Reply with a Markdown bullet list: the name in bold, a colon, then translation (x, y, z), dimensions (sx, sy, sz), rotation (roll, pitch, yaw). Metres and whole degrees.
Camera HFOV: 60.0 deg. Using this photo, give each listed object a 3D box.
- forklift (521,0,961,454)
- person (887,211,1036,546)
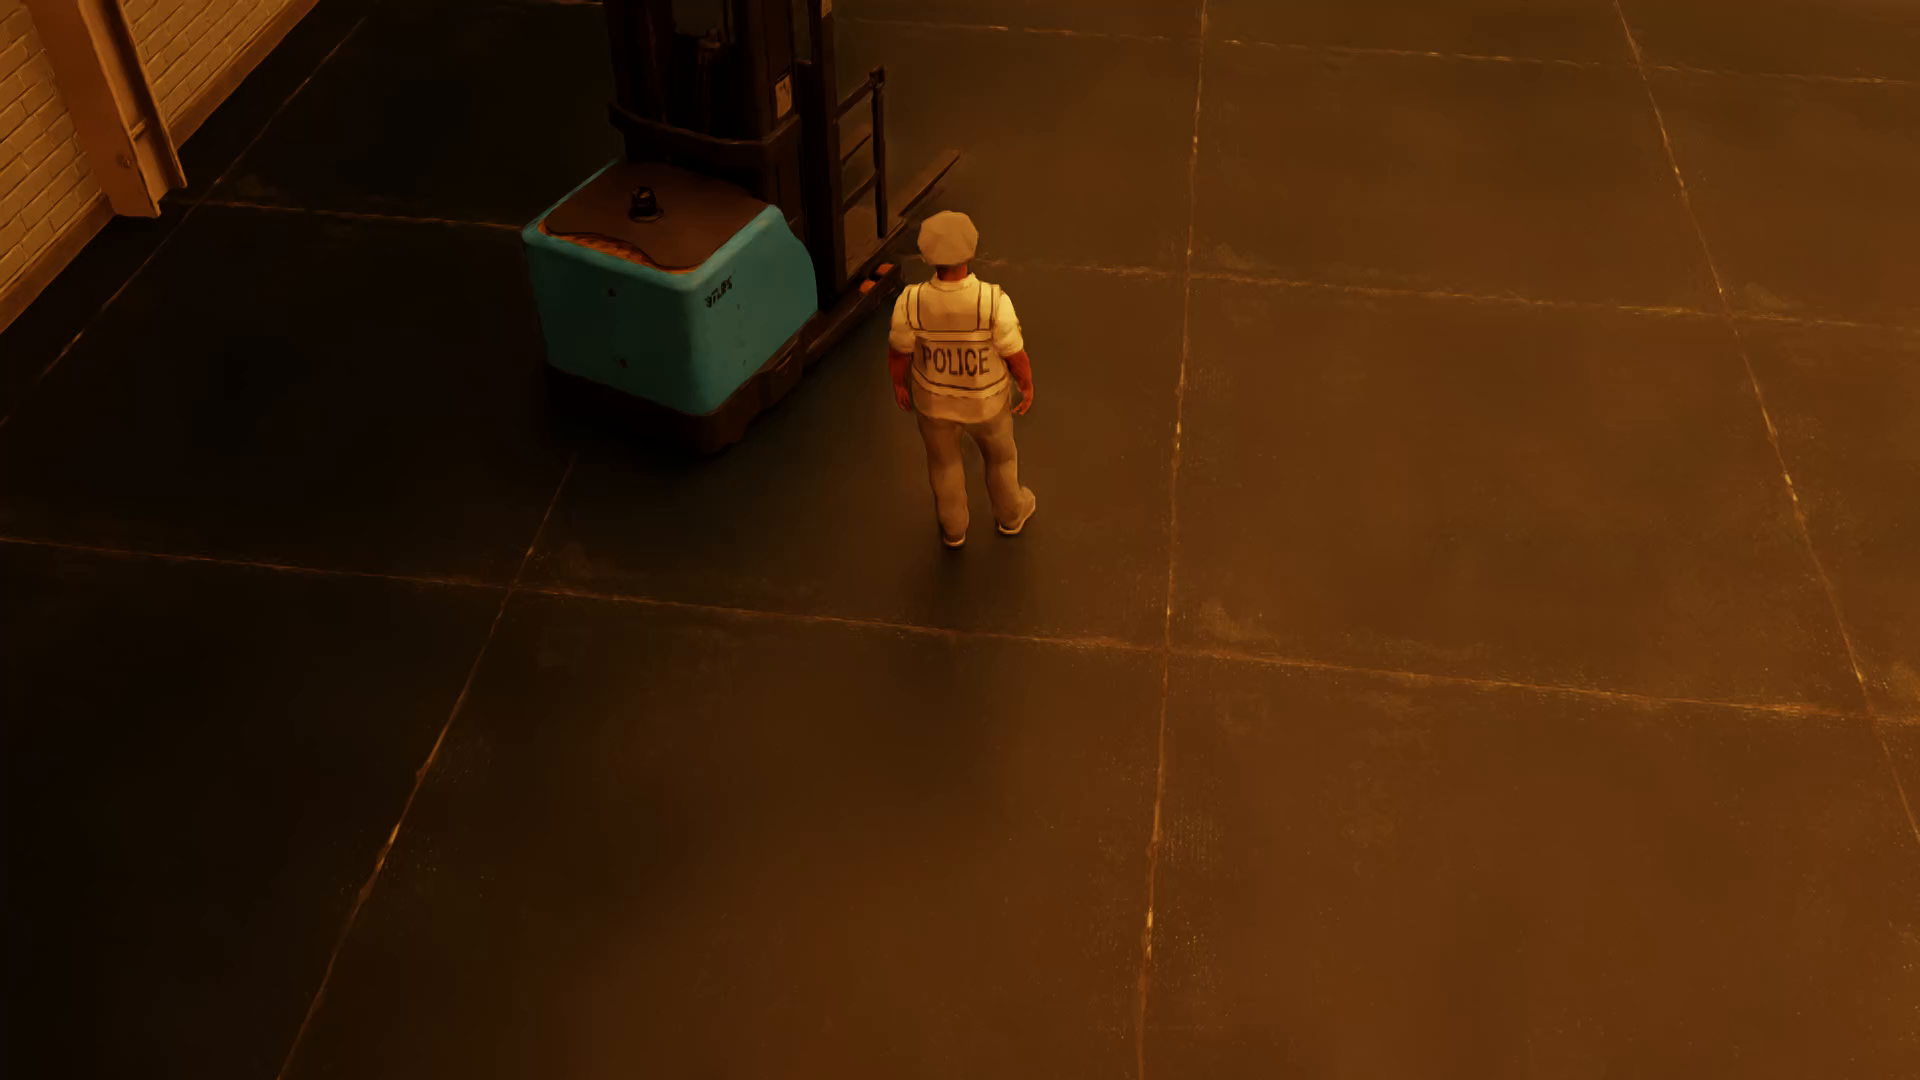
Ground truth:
- **forklift**: translation (-0.988, -2.496, 8.442), dimensions (1.130, 2.935, 3.031), rotation (19, 46, 20)
- **person**: translation (0.022, -0.713, 7.338), dimensions (0.640, 1.781, 0.574), rotation (5, 43, 6)
